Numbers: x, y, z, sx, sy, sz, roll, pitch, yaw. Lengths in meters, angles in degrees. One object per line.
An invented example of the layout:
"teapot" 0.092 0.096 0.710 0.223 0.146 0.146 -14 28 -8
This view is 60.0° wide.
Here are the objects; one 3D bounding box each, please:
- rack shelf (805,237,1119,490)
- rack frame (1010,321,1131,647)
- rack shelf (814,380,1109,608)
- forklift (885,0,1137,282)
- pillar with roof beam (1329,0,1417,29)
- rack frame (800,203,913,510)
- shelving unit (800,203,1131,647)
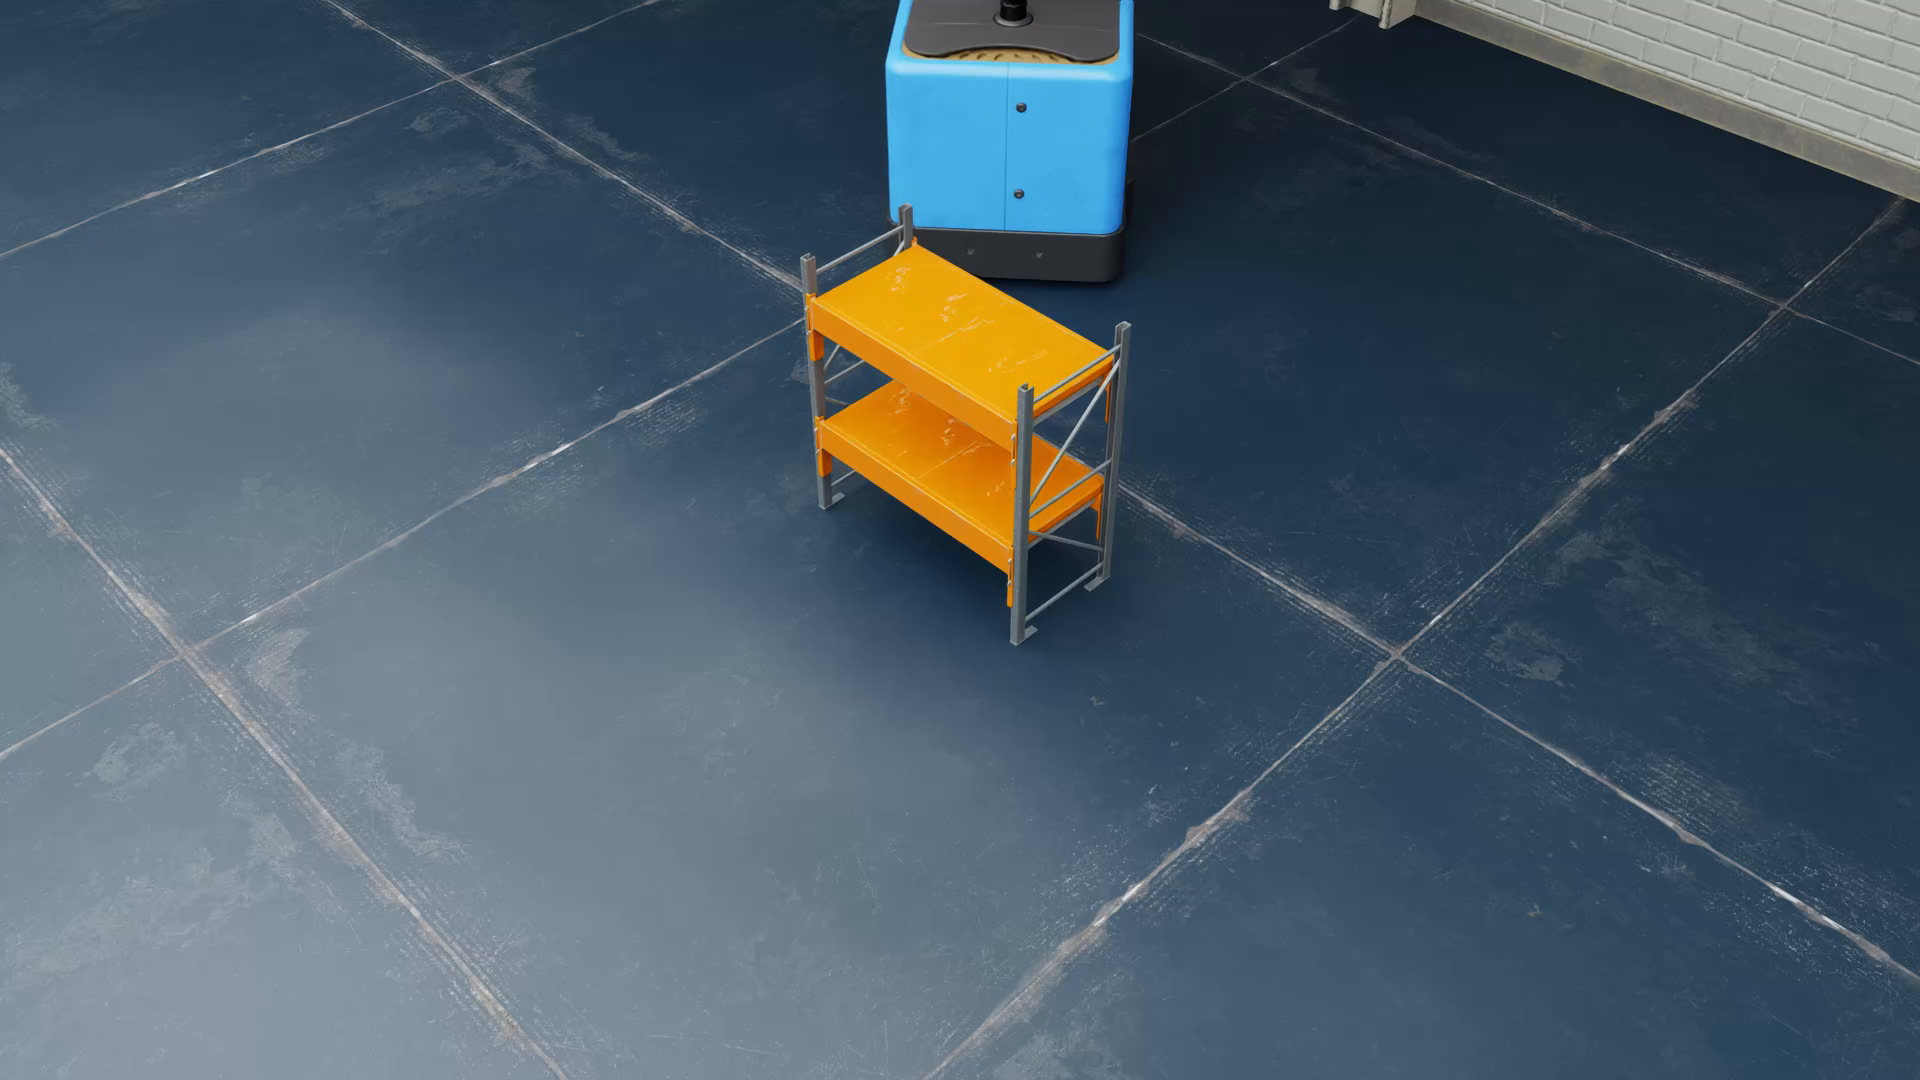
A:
"rack shelf" 0.005 -0.625 5.666 0.538 0.278 1.000 -34 53 -31
"rack frame" 0.364 -0.166 5.600 0.500 1.125 0.032 -34 53 -31
"rack shelf" 0.005 -0.230 6.031 0.538 0.278 1.000 -34 53 -31
"forklift" 0.311 -3.213 7.568 1.130 2.935 3.031 3 43 3
"pillar with roof beam" -0.679 -4.285 4.257 9.100 9.000 0.400 -34 53 -31
"rack frame" -0.354 -0.654 6.129 0.500 1.125 0.032 -34 53 -31
"shelving unit" 0.005 -0.410 5.865 0.538 1.125 1.048 -34 53 -31
